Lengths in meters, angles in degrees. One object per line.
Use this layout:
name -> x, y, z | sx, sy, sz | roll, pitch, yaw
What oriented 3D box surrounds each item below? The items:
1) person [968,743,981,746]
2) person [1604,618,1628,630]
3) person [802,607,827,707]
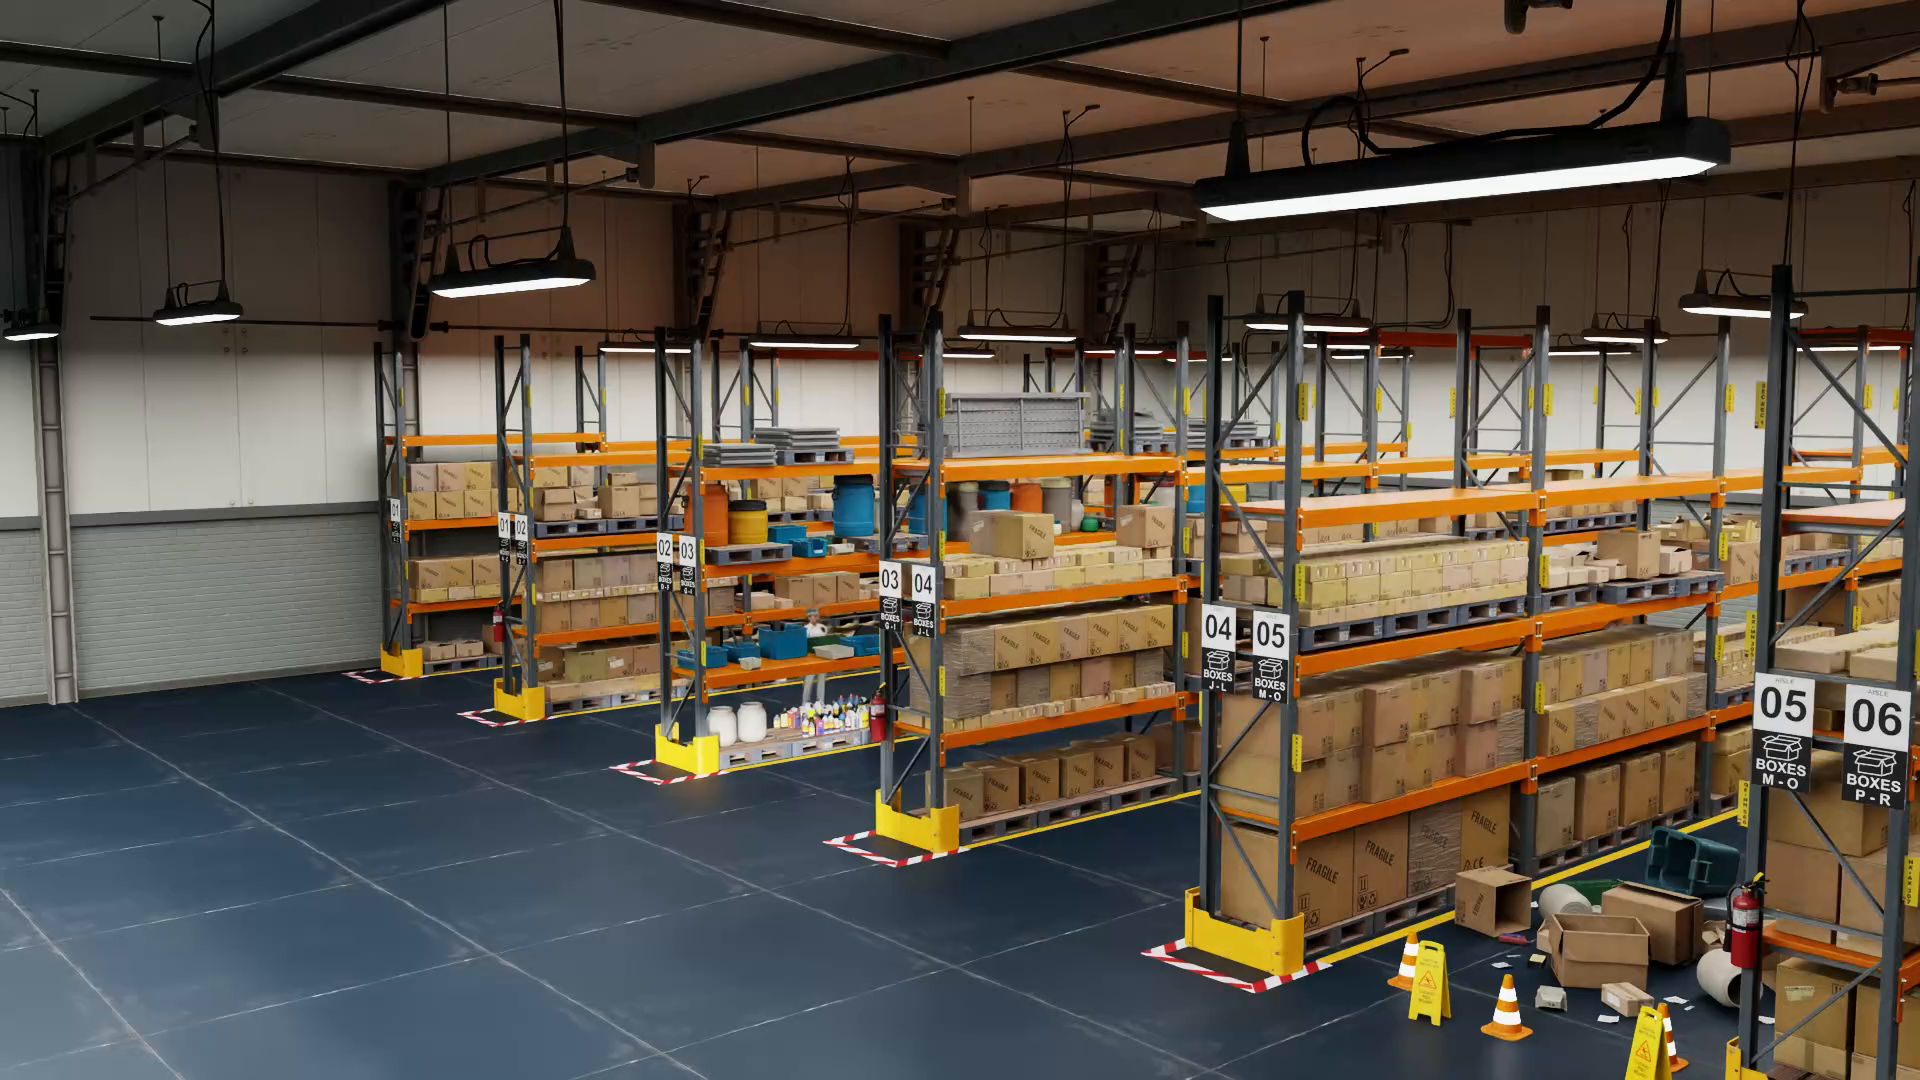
person -> 0.144, 2.091, 24.056 | 0.410, 1.740, 0.547 | 2, 6, 22
person -> 10.245, 1.902, 26.068 | 1.126, 1.717, 0.555 | -5, 7, -43
person -> -2.299, 1.935, 26.551 | 0.546, 1.747, 0.395 | -3, 6, -28
